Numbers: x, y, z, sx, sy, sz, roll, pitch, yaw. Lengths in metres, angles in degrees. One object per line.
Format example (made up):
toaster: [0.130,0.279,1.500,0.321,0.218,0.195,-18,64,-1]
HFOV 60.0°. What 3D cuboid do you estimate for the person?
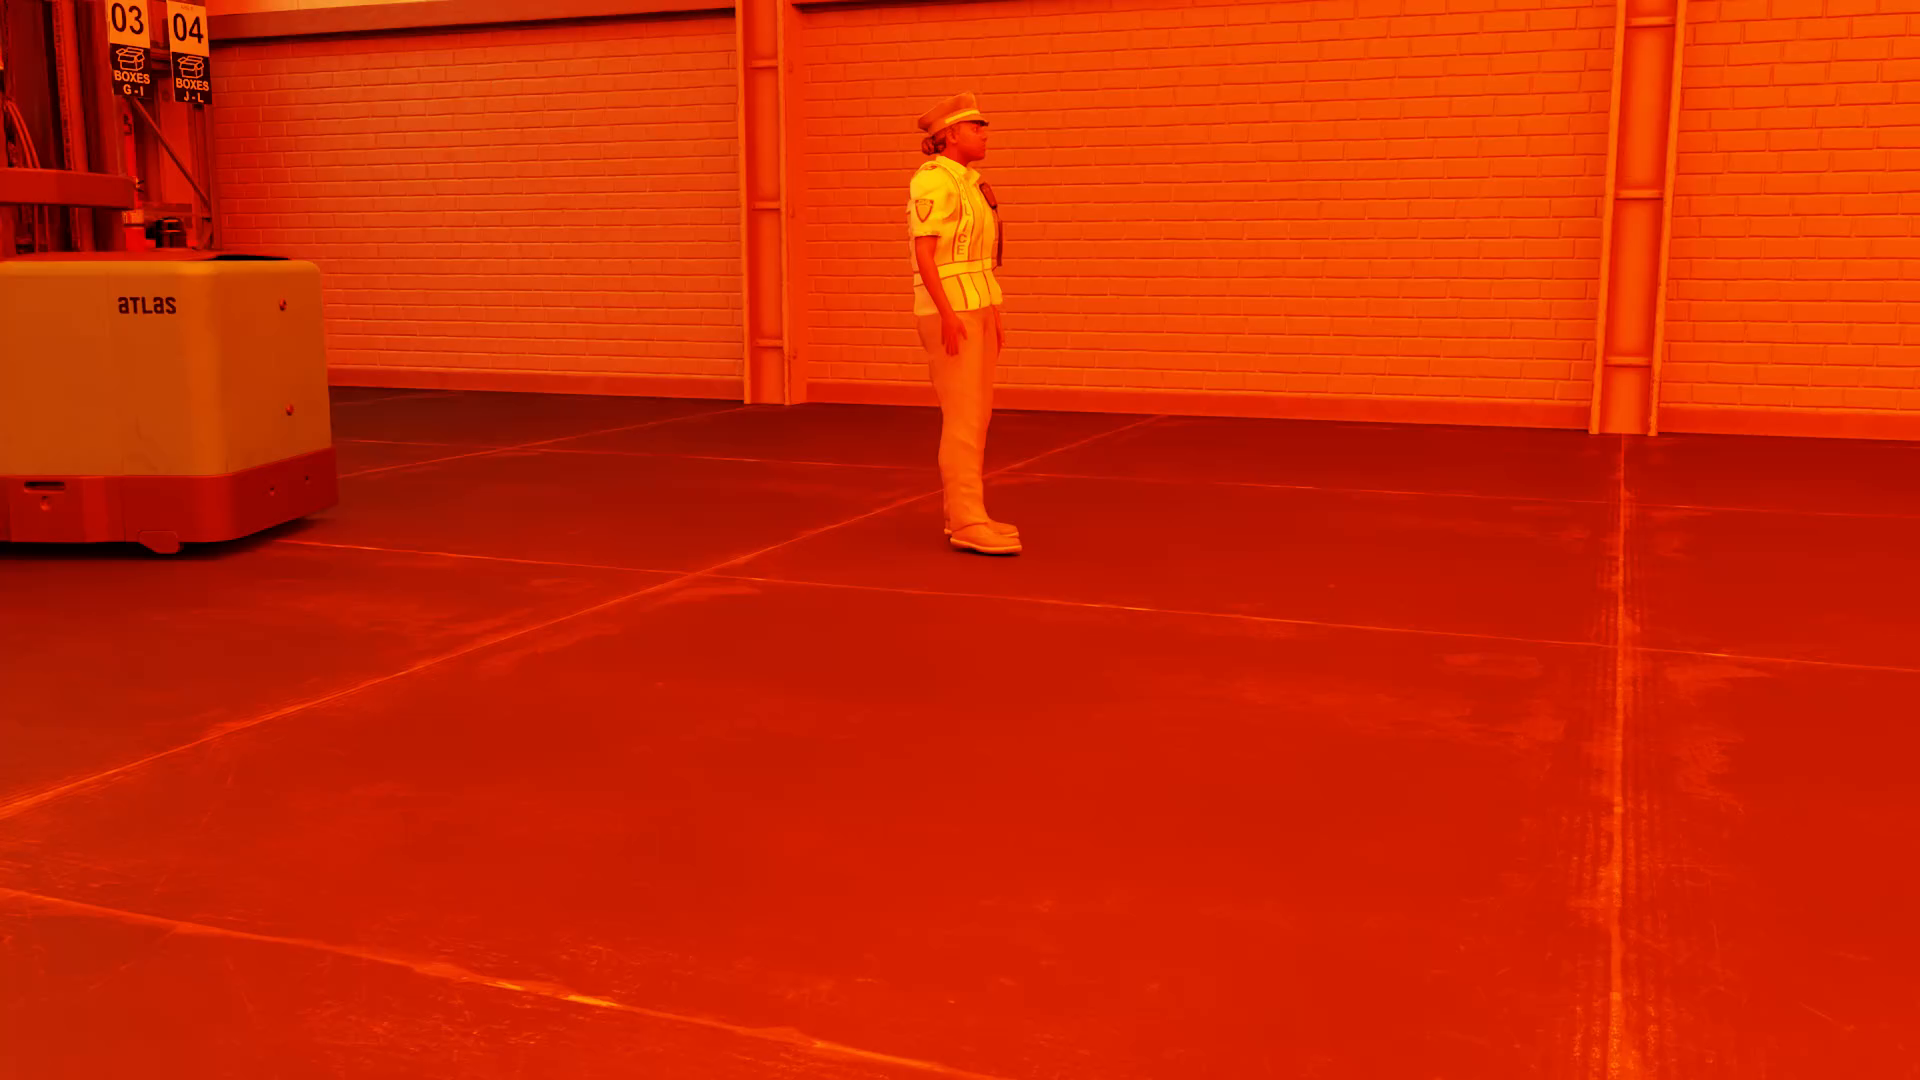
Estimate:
person: [0.063,-0.834,6.297,0.528,1.693,0.569,4,10,21]

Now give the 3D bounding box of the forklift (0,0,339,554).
forklift: [-4.127,-1.465,6.355,3.031,2.935,1.130,0,10,3]
